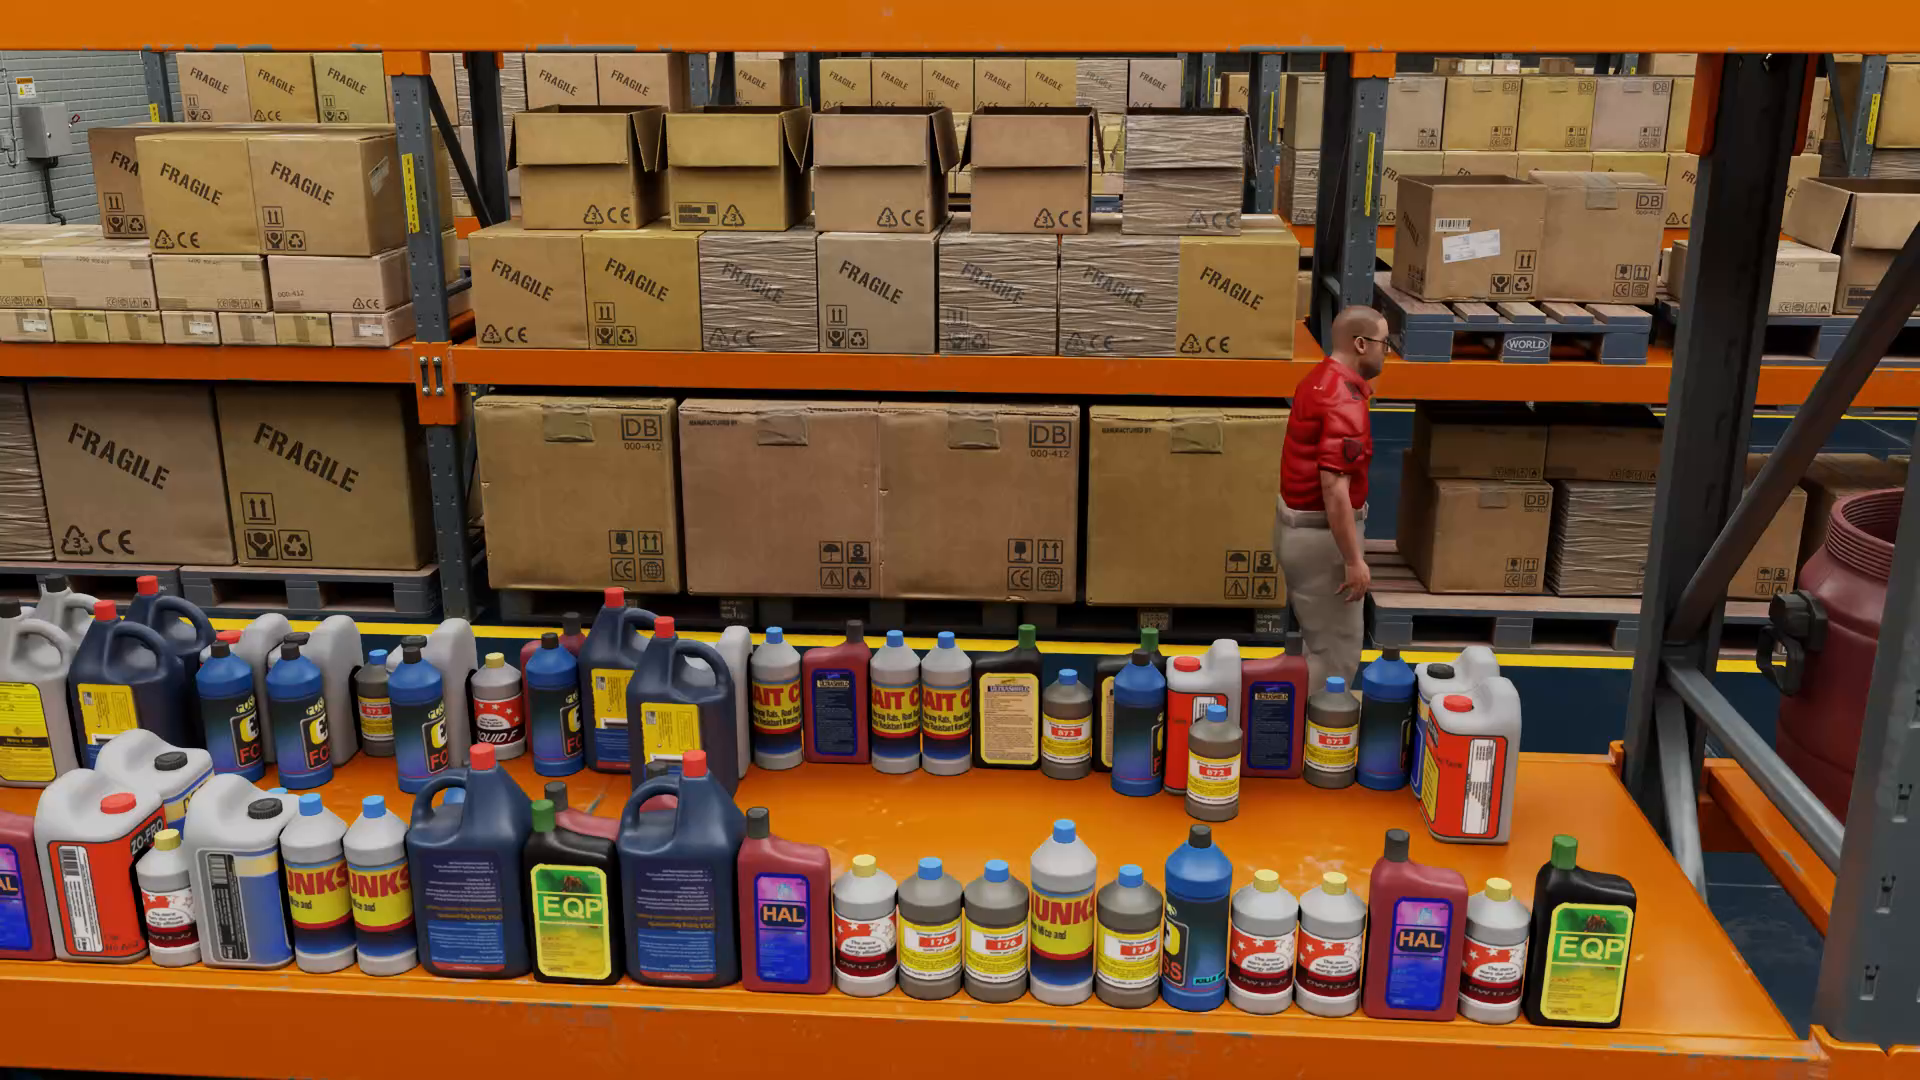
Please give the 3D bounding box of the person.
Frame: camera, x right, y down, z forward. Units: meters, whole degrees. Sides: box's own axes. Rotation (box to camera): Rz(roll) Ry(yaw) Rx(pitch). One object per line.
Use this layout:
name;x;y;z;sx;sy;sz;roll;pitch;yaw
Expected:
person;1.338;0.016;6.019;0.386;1.728;0.606;0;17;1
